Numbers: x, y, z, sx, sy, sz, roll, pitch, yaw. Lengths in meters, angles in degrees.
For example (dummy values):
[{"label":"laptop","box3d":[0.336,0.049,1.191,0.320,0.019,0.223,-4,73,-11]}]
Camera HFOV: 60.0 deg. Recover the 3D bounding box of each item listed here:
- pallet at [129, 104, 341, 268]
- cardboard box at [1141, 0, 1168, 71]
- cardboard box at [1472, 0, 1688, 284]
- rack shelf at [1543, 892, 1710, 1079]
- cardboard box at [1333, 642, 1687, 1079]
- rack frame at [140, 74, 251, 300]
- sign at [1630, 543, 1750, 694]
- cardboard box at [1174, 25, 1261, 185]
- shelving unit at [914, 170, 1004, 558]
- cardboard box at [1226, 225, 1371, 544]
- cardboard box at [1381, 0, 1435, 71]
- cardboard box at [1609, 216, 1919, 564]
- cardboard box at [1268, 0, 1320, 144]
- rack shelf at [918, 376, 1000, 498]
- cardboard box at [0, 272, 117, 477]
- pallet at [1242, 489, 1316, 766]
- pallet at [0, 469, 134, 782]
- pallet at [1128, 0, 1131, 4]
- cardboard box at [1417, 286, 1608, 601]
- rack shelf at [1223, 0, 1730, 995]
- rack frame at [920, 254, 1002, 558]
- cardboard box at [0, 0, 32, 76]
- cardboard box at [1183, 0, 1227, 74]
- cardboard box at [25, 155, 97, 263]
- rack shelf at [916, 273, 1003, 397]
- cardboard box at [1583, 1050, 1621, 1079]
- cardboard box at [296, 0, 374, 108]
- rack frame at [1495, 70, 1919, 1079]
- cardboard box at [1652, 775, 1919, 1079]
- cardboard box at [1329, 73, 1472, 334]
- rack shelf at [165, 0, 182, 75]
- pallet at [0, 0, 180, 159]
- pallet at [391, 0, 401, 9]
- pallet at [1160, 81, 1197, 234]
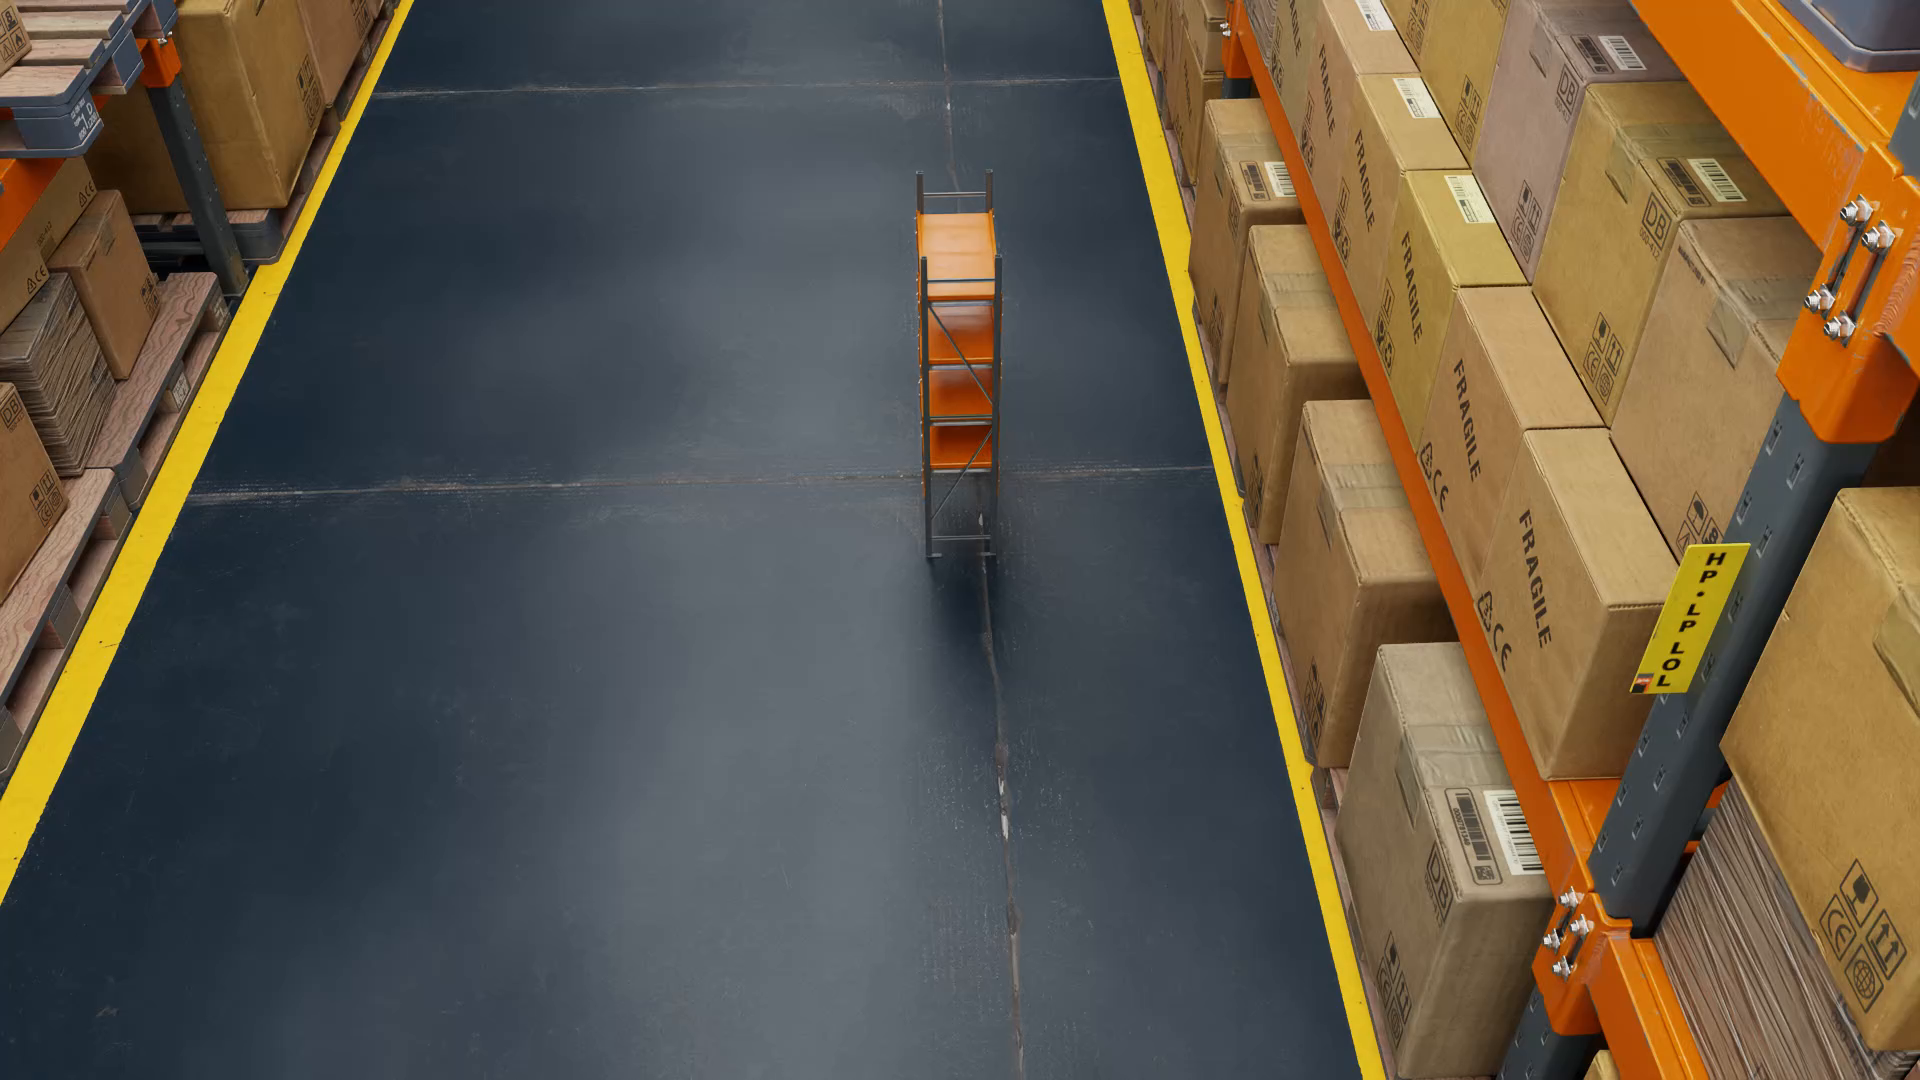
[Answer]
[{"label":"pallet","box3d":[-3.408,-1.630,7.372,1.003,0.211,1.213,-2,43,-2]},{"label":"cardboard box","box3d":[1.163,-2.575,7.878,0.500,0.500,0.500,-3,43,-4]},{"label":"cardboard box","box3d":[1.608,-0.926,3.726,0.700,0.500,0.500,-1,43,-1]},{"label":"rack shelf","box3d":[1.764,2.118,1.752,1.077,0.370,4.000,-2,43,-2]},{"label":"cardboard box","box3d":[1.563,0.761,4.054,1.050,0.750,0.750,-2,43,-2]},{"label":"rack frame","box3d":[-3.450,-2.123,5.847,1.000,3.000,0.127,-2,43,-2]},{"label":"sign","box3d":[1.138,0.127,2.593,0.100,0.325,0.005,-2,43,-2]},{"label":"cardboard box","box3d":[1.220,-1.868,7.107,0.500,0.500,0.500,-2,43,-2]},{"label":"shelving unit","box3d":[-0.007,-0.554,5.466,0.258,1.200,0.503,-2,43,-2]},{"label":"cardboard box","box3d":[1.486,-0.519,5.451,1.050,0.750,0.750,-1,43,-1]},{"label":"cardboard box","box3d":[1.565,-1.612,4.475,0.700,0.500,0.500,-2,43,-2]},{"label":"cardboard box","box3d":[1.652,-0.238,2.975,0.700,0.500,0.500,-2,43,-3]},{"label":"cardboard box","box3d":[1.283,-1.580,5.180,0.500,0.500,0.500,-2,43,-2]},{"label":"rack shelf","box3d":[-0.007,-0.358,5.646,0.258,0.148,0.480,-2,43,-2]},{"label":"cardboard box","box3d":[-3.365,-0.538,5.642,0.700,0.500,0.500,-5,43,-5]},{"label":"pallet","box3d":[1.517,0.186,5.390,1.003,0.211,1.213,-2,43,-2]},{"label":"pallet","box3d":[-3.370,0.254,5.317,1.003,0.211,1.213,-2,43,-2]},{"label":"pallet","box3d":[1.374,-3.344,9.242,1.003,0.211,1.213,-2,43,-2]},{"label":"cardboard box","box3d":[1.369,-0.220,3.696,0.500,0.500,0.500,-2,43,-2]},{"label":"rack shelf","box3d":[1.594,-0.582,4.698,1.077,0.370,4.000,-2,43,-2]},{"label":"rack frame","box3d":[0.003,-0.389,5.287,0.240,1.200,0.015,-2,43,-2]},{"label":"cardboard box","box3d":[-3.264,-1.578,4.867,0.700,0.500,0.500,4,43,5]},{"label":"cardboard box","box3d":[1.219,-2.162,6.872,0.500,0.250,0.500,-3,43,-3]},{"label":"cardboard box","box3d":[-3.392,-1.189,5.797,0.500,0.250,0.500,0,43,0]},{"label":"rack shelf","box3d":[-0.007,-0.669,5.361,0.258,0.148,0.480,-2,43,-2]},{"label":"cardboard box","box3d":[1.636,1.558,3.092,0.875,0.875,0.875,-1,43,-1]},{"label":"cardboard box","box3d":[-3.489,-2.564,7.588,1.225,0.875,0.875,-2,43,-2]},{"label":"rack frame","box3d":[1.676,0.503,2.981,0.949,2.616,0.053,-2,43,-2]},{"label":"cardboard box","box3d":[1.707,0.696,2.660,0.875,0.550,0.550,-2,43,-2]},{"label":"cardboard box","box3d":[1.323,-0.904,4.442,0.500,0.500,0.500,-2,43,-2]},{"label":"rack shelf","box3d":[-3.535,-3.208,7.563,1.077,0.370,4.000,-2,43,-2]},{"label":"pallet","box3d":[-3.314,-1.575,5.390,1.213,0.211,1.003,-2,43,-2]},{"label":"pallet","box3d":[-3.512,-3.277,9.169,1.003,0.211,1.213,-2,43,-2]},{"label":"pallet","box3d":[1.478,-1.697,7.445,1.003,0.211,1.213,-2,43,-2]}]
